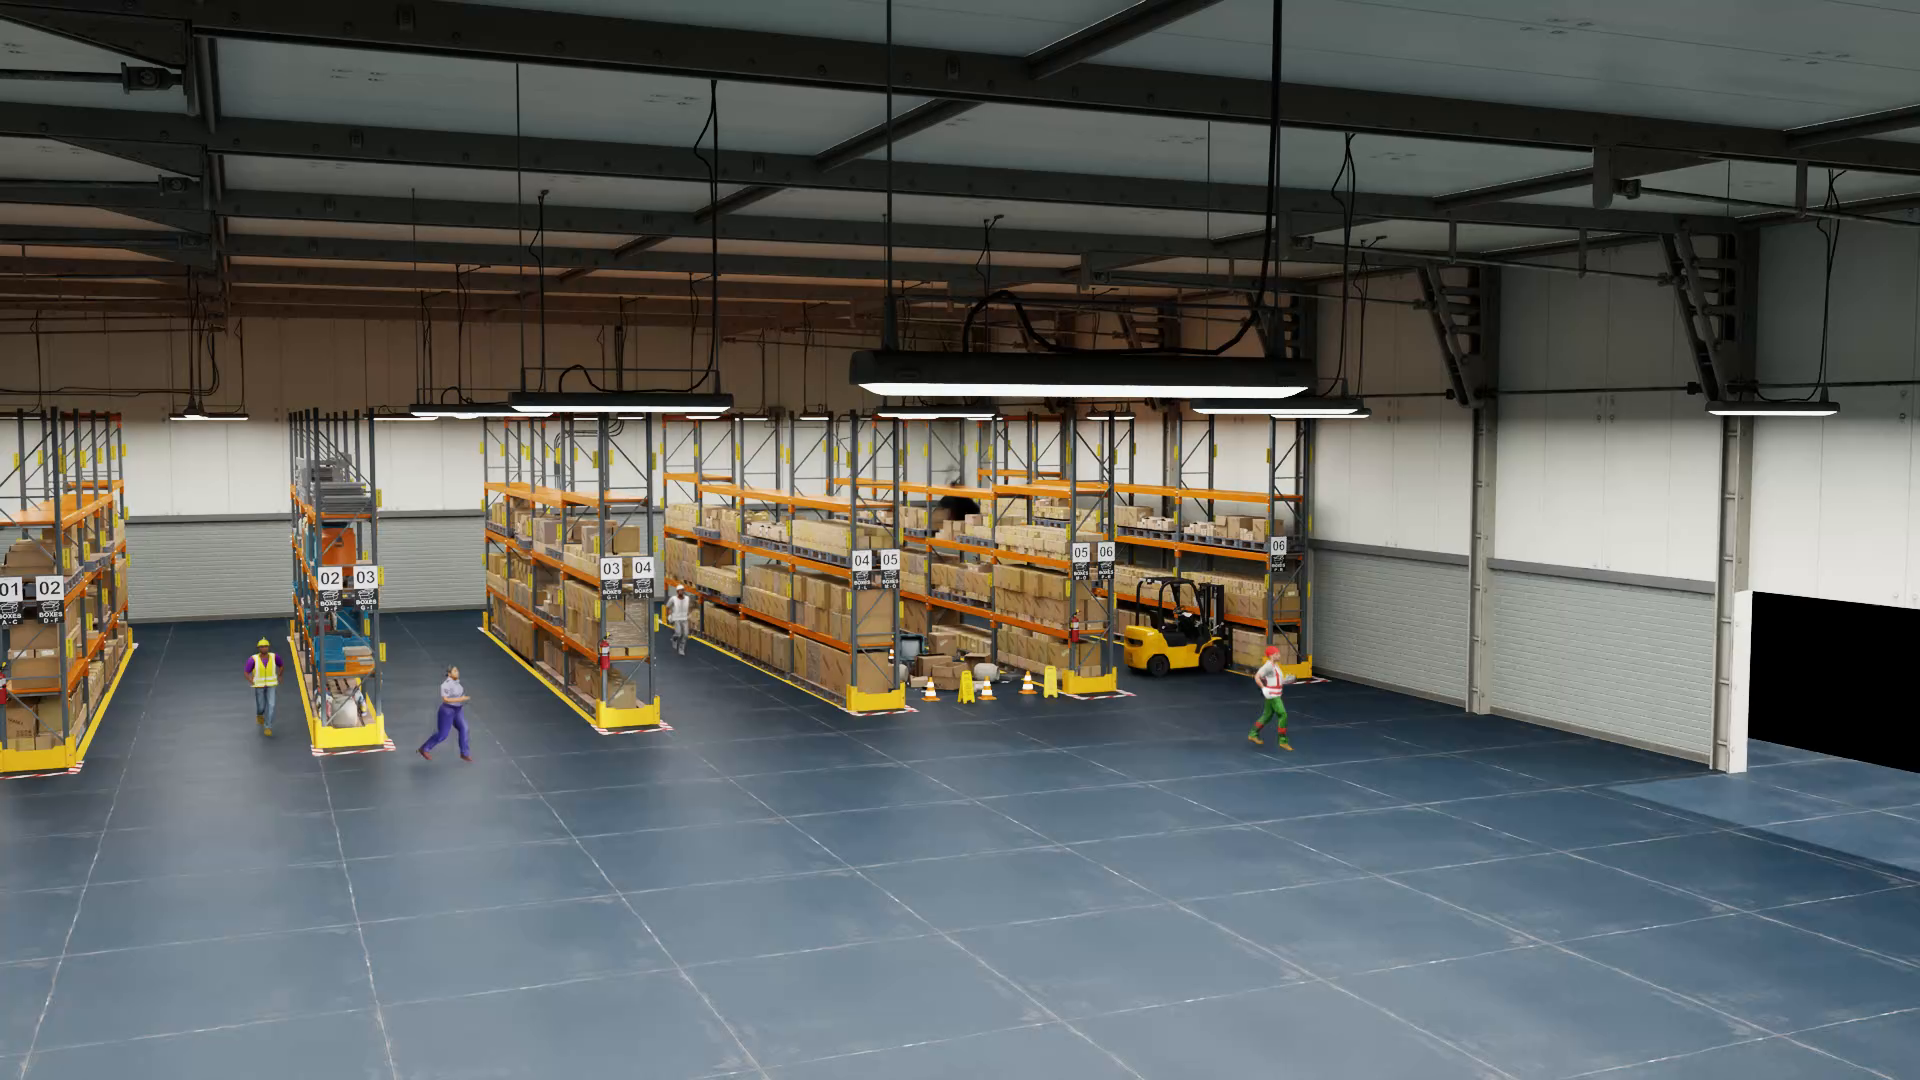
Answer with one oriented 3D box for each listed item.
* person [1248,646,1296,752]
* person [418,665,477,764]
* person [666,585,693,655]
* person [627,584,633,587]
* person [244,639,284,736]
[{"bbox_3d":[5.465,2.773,29.127,0.852,1.834,0.651,1,4,16],"label":"person"},{"bbox_3d":[-8.632,2.958,28.025,0.922,1.662,0.614,1,4,9],"label":"person"},{"bbox_3d":[-6.904,1.980,41.107,0.686,1.733,0.599,-2,4,-27],"label":"person"},{"bbox_3d":[-9.786,1.538,47.673,0.987,1.732,0.679,1,4,17],"label":"person"},{"bbox_3d":[-12.836,2.709,30.729,0.699,1.758,0.802,-2,5,-28],"label":"person"}]
